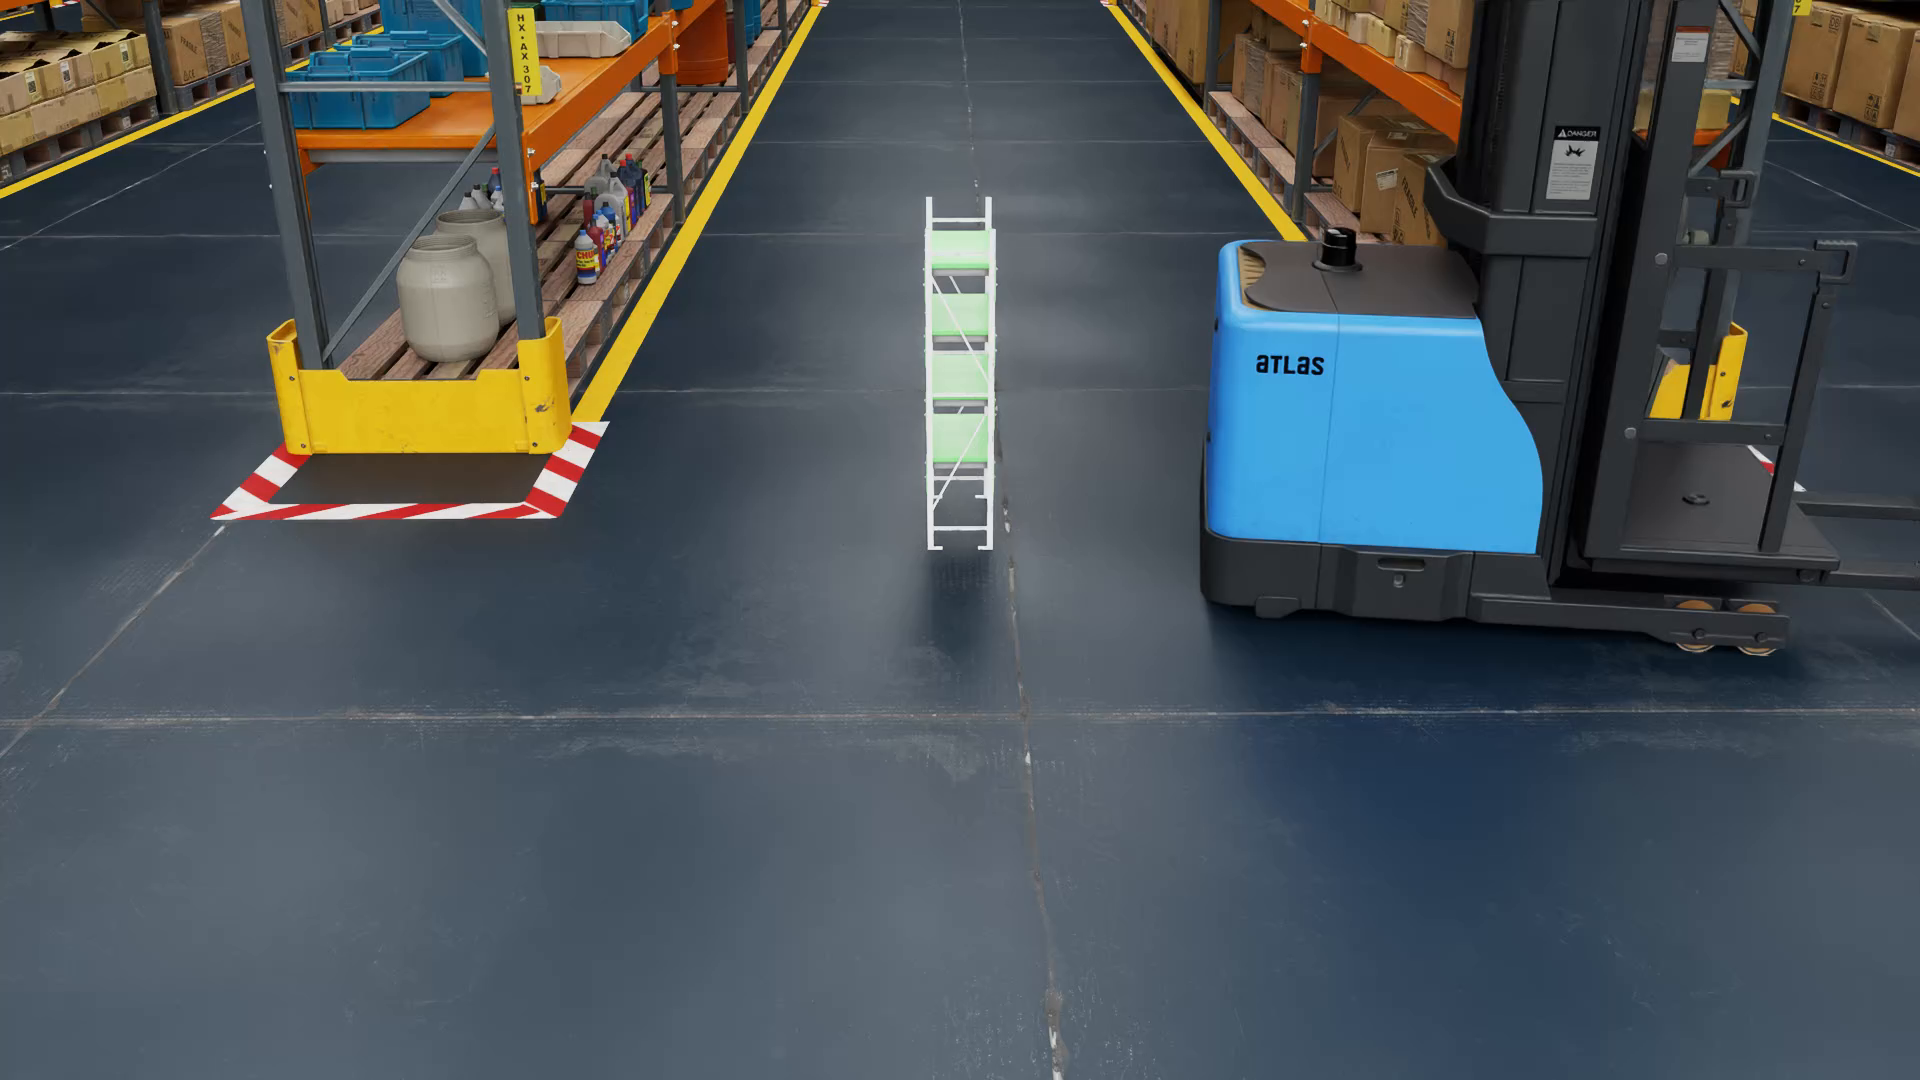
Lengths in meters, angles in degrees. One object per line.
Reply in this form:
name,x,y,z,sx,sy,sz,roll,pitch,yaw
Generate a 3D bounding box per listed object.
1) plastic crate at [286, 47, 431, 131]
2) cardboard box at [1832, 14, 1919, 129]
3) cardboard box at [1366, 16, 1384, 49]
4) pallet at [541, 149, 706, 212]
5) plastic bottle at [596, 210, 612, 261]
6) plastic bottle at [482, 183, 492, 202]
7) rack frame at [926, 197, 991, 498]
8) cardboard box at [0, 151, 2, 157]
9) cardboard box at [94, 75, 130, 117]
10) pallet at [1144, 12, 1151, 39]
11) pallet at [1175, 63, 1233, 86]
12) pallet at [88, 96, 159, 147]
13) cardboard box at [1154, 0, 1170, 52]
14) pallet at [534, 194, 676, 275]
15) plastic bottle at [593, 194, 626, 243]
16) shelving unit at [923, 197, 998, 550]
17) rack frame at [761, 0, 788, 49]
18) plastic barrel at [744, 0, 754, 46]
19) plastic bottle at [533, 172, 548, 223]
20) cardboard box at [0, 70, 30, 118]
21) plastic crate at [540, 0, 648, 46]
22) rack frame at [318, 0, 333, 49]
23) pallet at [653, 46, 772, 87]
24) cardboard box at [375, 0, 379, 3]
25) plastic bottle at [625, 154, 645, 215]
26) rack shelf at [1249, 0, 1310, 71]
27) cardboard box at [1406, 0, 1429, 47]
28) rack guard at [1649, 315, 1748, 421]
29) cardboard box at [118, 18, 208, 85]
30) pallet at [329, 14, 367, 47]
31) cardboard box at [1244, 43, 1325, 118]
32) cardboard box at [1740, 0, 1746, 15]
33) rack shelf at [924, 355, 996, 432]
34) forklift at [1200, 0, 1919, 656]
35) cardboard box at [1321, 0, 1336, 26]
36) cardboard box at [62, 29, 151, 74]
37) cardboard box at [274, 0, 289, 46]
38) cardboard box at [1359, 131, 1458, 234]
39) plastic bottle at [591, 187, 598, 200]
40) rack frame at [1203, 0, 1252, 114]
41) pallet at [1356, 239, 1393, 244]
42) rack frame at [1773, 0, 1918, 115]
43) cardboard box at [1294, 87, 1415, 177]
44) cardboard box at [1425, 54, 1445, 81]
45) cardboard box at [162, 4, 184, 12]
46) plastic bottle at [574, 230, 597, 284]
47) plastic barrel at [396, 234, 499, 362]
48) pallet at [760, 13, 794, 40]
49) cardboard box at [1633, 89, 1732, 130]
plastic crate,-2.548,-1.908,7.009,0.499,0.251,0.616,0,24,-1
cardboard box,7.513,-3.625,12.846,1.050,0.750,0.750,0,24,0
cardboard box,2.406,-2.722,8.934,0.380,0.149,0.250,0,24,-1
pallet,-2.334,-2.472,11.460,1.003,0.211,1.213,0,24,-1
plastic bottle,-1.956,-1.659,9.056,0.097,0.271,0.097,0,24,0
plastic bottle,-2.730,-1.902,9.577,0.061,0.283,0.133,1,24,2
rack frame,-0.004,-0.715,6.376,0.240,1.200,0.015,0,24,-1
cardboard box,-7.000,-2.715,11.440,0.500,0.250,0.500,0,24,1
cardboard box,-7.024,-3.557,13.302,0.500,0.250,0.500,-1,24,-1
pallet,2.649,-5.781,18.776,1.003,0.211,1.213,0,24,-1
pallet,2.679,-4.646,16.266,1.003,0.211,1.213,0,24,-1
pallet,-7.313,-3.437,13.593,1.003,0.211,1.213,0,24,-1
cardboard box,2.616,-5.329,16.462,1.225,0.875,0.875,-1,24,-2
pallet,-2.321,-1.872,10.132,1.003,0.211,1.213,0,24,-1
plastic bottle,-1.988,-1.835,9.440,0.152,0.276,0.135,0,24,0
shelving unit,-0.002,-0.615,6.154,0.258,1.200,0.503,0,24,-1
rack frame,-2.374,-6.716,17.459,1.000,3.000,0.127,0,24,-1
plastic barrel,-2.377,-5.435,16.664,0.600,0.901,0.708,0,24,-1
plastic bottle,-2.548,-2.079,9.887,0.144,0.351,0.185,0,24,-1
cardboard box,-7.002,-3.184,11.796,0.500,0.311,0.500,-1,24,-2
plastic crate,-2.003,-2.897,9.195,0.499,0.251,0.616,0,24,-1
rack frame,-7.327,-6.695,17.413,1.000,3.000,0.127,0,24,-1
pallet,-2.391,-4.623,16.216,1.003,0.211,1.213,0,24,-1
cardboard box,-7.138,-6.676,20.175,0.500,0.250,0.500,0,24,-1
plastic bottle,-1.991,-2.149,10.041,0.144,0.351,0.185,-1,24,-2
rack shelf,2.644,-3.938,12.190,1.077,0.370,4.000,0,24,-1
cardboard box,2.644,-2.613,7.905,0.875,0.500,0.500,0,24,-1
rack guard,2.709,-0.686,7.159,1.175,0.500,0.348,0,24,-1
cardboard box,-7.002,-4.297,14.611,0.500,0.500,0.500,1,24,2
pallet,-7.333,-5.707,18.613,1.003,0.211,1.213,0,24,-1
cardboard box,2.669,-3.647,13.173,0.700,0.500,0.500,-2,24,-5
cardboard box,7.297,-4.953,15.176,0.500,0.250,0.500,0,24,0
rack shelf,-0.002,-0.557,6.180,0.258,0.148,0.480,0,24,-1
forklift,2.380,-1.191,5.327,3.031,2.935,1.130,3,25,7
cardboard box,2.357,-3.134,9.844,0.380,0.149,0.250,0,24,-1
cardboard box,-7.031,-4.026,13.658,0.500,0.311,0.500,0,24,1
cardboard box,-7.033,-5.144,16.483,0.500,0.500,0.500,0,24,0
cardboard box,2.644,-2.093,9.761,0.500,0.500,0.500,8,25,16
plastic bottle,-2.088,-1.895,9.562,0.061,0.283,0.133,0,24,-1
rack frame,2.623,-5.090,13.864,1.000,3.000,0.127,0,24,-1
pallet,2.725,-1.390,9.068,1.003,0.211,1.213,0,24,-1
rack frame,7.583,-5.070,13.821,1.000,3.000,0.127,0,24,-1
cardboard box,2.681,-2.756,11.203,0.700,0.500,0.500,-2,24,-5
cardboard box,2.470,-2.310,8.023,0.380,0.149,0.250,0,24,-1
cardboard box,-7.533,-4.706,15.514,0.500,0.500,0.500,-1,24,-2
plastic bottle,-1.951,-1.477,8.652,0.097,0.271,0.097,0,24,0
plastic barrel,-2.326,-1.100,7.551,0.421,0.512,0.421,0,24,0
pallet,-2.421,-5.748,18.703,1.003,0.211,1.213,0,24,-1
cardboard box,2.945,-1.797,6.889,0.380,0.149,0.250,0,24,-1
